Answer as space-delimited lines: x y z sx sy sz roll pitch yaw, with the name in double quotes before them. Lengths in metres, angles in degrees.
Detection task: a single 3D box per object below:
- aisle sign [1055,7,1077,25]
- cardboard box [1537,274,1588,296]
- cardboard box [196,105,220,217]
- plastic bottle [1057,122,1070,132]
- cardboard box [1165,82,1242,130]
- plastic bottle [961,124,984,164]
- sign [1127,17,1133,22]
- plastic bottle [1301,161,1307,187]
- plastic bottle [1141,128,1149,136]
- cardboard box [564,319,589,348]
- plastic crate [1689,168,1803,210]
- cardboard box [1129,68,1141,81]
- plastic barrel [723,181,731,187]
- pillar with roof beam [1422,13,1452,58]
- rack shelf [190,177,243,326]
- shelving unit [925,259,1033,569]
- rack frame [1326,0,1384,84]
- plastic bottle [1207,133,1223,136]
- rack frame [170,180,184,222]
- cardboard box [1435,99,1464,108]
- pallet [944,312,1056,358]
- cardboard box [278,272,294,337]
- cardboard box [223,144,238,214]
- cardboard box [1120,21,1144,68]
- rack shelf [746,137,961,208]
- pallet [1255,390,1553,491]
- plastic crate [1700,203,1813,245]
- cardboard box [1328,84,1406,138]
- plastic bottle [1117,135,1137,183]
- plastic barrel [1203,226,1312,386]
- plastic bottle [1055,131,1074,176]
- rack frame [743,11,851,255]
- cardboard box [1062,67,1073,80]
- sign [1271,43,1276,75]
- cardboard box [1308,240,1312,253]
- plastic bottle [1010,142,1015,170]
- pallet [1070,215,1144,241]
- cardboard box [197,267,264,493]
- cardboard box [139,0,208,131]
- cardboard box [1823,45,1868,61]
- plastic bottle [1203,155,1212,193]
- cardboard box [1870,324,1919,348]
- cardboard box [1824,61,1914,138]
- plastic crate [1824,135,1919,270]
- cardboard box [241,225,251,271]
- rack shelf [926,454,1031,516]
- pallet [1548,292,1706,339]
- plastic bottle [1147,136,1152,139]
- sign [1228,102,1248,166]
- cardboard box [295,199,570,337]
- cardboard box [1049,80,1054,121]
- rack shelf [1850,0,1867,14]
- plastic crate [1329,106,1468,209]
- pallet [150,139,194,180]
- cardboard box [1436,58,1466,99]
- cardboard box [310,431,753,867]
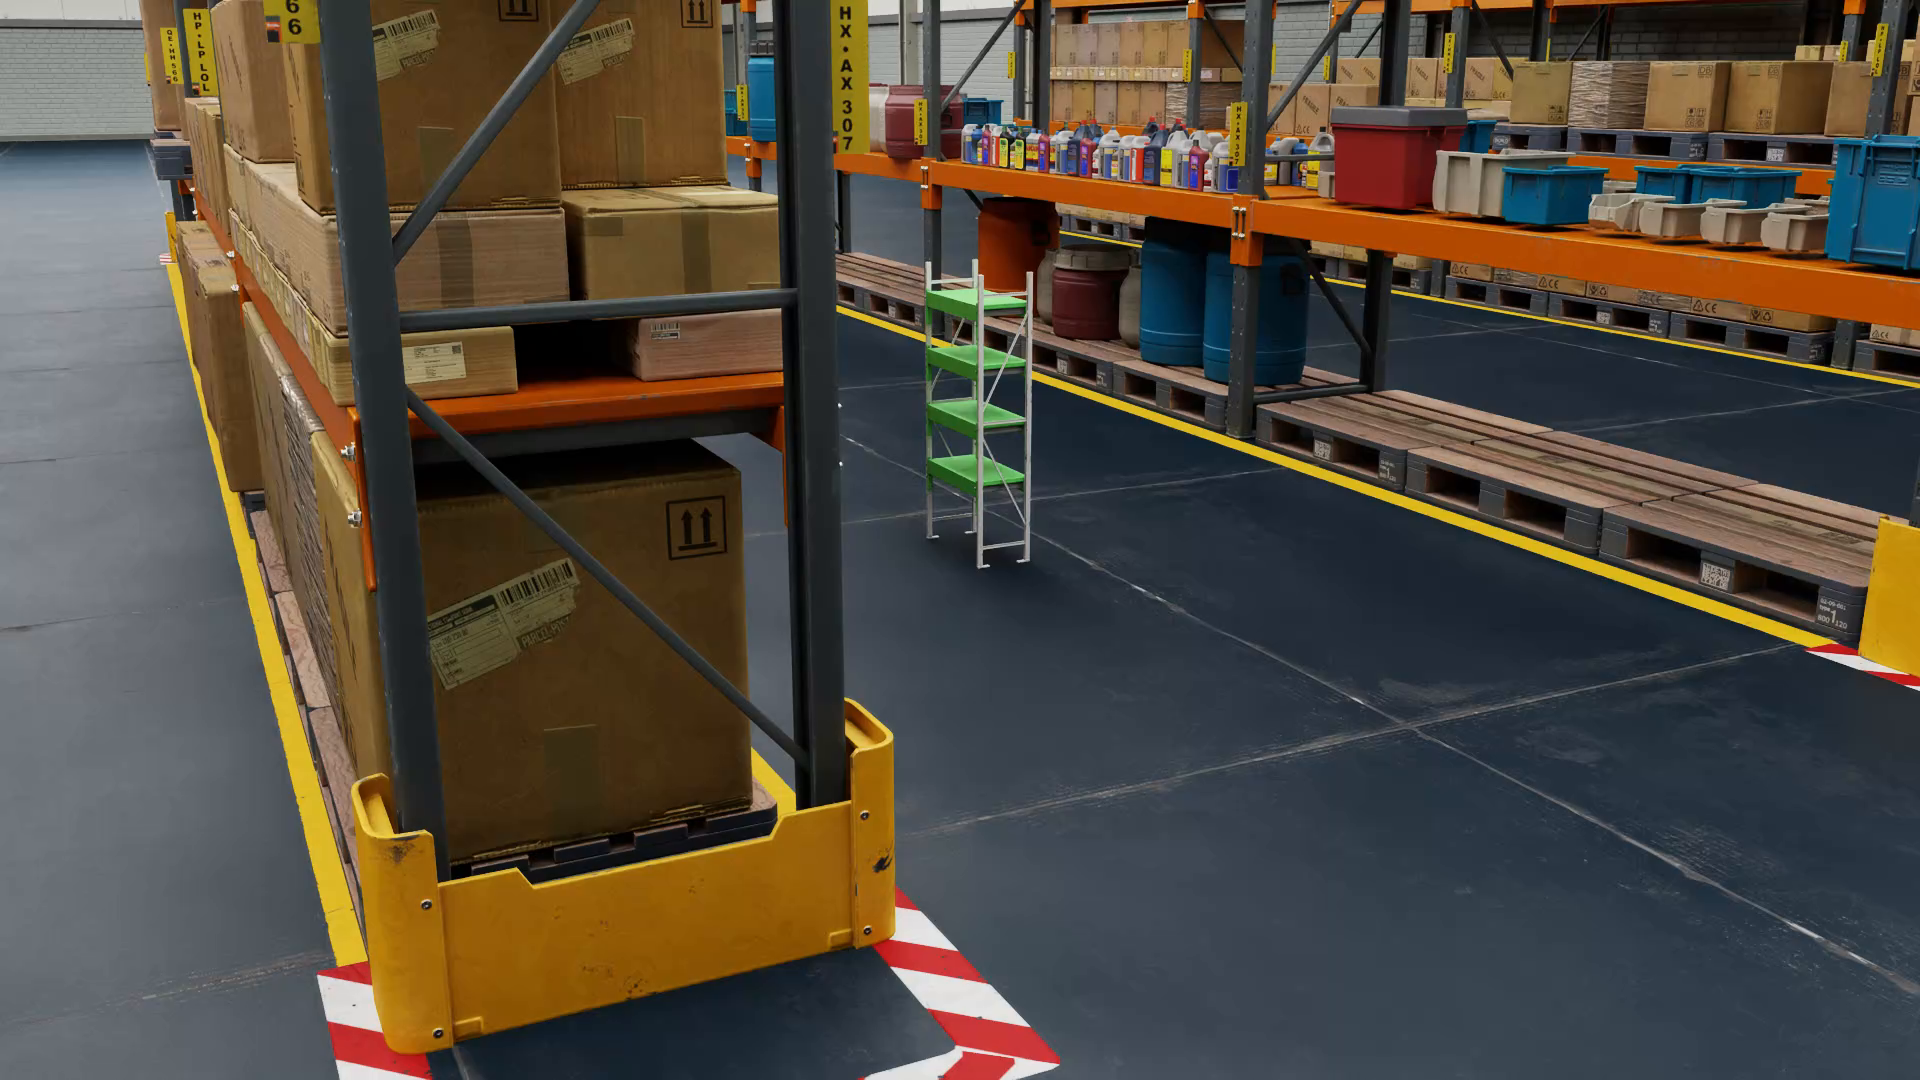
"aisle sign" 1.389 -6.939 21.281 0.394 0.787 0.004 -8 18 -25
"cardboard box" 5.050 -2.263 13.432 0.500 0.500 0.500 -8 18 -26
"cardboard box" -3.392 -1.850 8.077 0.500 0.500 0.500 -8 18 -26
"plastic bottle" 0.765 -2.952 12.311 0.061 0.283 0.133 -8 18 -25
"cardboard box" 2.706 -4.803 18.370 0.700 0.500 0.500 -8 18 -26
"plastic bottle" 0.103 -2.851 11.971 0.152 0.276 0.135 -8 18 -25
"sign" 3.098 -9.402 30.373 0.001 0.298 0.199 -8 18 -25
"plastic bottle" 2.054 -2.171 9.739 0.097 0.201 0.097 0 16 0
"plastic bottle" 1.217 -2.605 11.103 0.061 0.283 0.133 -8 18 -25
"cardboard box" -0.829 -0.609 4.389 0.380 0.149 0.250 -8 18 -26
"plastic crate" 3.320 -1.449 7.056 0.416 0.233 0.300 -8 18 -25
"cardboard box" 2.150 -5.300 18.925 0.380 0.149 0.250 -8 18 -25
"plastic barrel" -2.724 -3.768 18.692 0.421 0.512 0.421 0 16 0
"pillar with roof beam" 2.819 -8.532 20.668 9.100 9.000 0.400 -8 18 -25
"rack shelf" -3.372 -1.616 8.750 1.077 0.370 4.000 -8 18 -25
"shelving unit" 0.073 -0.536 6.942 0.258 1.200 0.503 -8 18 -25
"rack frame" 5.605 -6.238 23.549 1.000 3.000 0.127 -8 18 -25
"plastic bottle" 1.589 -2.453 10.586 0.152 0.276 0.135 -8 18 -25
"rack frame" -7.753 -4.442 17.291 1.000 3.000 0.127 -8 18 -25
"cardboard box" 6.432 -5.511 21.254 0.500 0.250 0.500 -8 18 -25
"pallet" 0.587 -1.526 12.185 1.003 0.211 1.213 -8 18 -25
"cardboard box" -1.644 -0.655 4.552 0.380 0.149 0.250 -8 18 -26
"cardboard box" -2.526 -1.389 6.386 0.500 0.250 0.500 -8 18 -26
"cardboard box" 2.265 -5.676 19.060 0.700 0.500 0.500 -8 18 -25
"rack shelf" -0.672 -3.207 14.292 1.077 0.370 4.000 -8 18 -25
"pallet" 2.313 -0.547 8.774 1.003 0.211 1.213 -8 18 -25
"plastic crate" 3.075 -1.229 6.465 0.396 0.136 0.243 -8 18 -25
"cardboard box" 3.909 -4.116 15.976 0.500 0.500 0.500 -9 18 -28
"plastic bottle" 1.053 -2.313 10.097 0.152 0.276 0.135 -8 18 -25
"plastic barrel" 1.733 -1.395 9.717 0.600 0.901 0.708 -8 18 -25
"plastic bottle" 0.711 -2.507 10.773 0.152 0.276 0.135 -8 18 -25
"rack frame" -1.548 -4.049 15.921 1.000 3.000 0.127 -8 18 -25
"cardboard box" 1.467 -5.685 20.264 0.380 0.149 0.250 -8 18 -26
"sign" 3.389 -5.233 18.091 0.100 0.325 0.005 -8 18 -25
"cardboard box" 3.534 -3.015 16.543 0.500 0.250 0.500 -7 18 -24
"plastic bottle" 0.390 -2.635 11.355 0.097 0.201 0.097 0 16 0
"pallet" 2.057 -3.811 20.148 1.003 0.211 1.213 -8 18 -25
"cardboard box" -2.794 -0.803 7.702 1.225 0.875 0.875 -8 18 -25
"cardboard box" -5.779 -3.726 12.949 1.000 1.000 1.000 -8 18 -25
"cardboard box" 8.932 -4.907 16.758 0.380 0.149 0.250 -10 19 -32
"plastic bottle" 1.418 -2.053 9.329 0.097 0.201 0.097 0 16 0
"cardboard box" 6.400 -1.451 10.947 0.500 0.311 0.500 -8 18 -25
"cardboard box" 6.404 -3.057 11.522 0.500 0.500 0.700 15 22 42
"plastic crate" 3.394 -1.179 5.749 0.616 0.435 0.499 -8 18 -25
"cardboard box" -2.318 -1.037 5.881 0.380 0.149 0.250 -8 18 -26
"rack shelf" 0.073 -0.244 7.026 0.258 0.148 0.480 -8 18 -25
"pallet" 5.482 -1.822 13.218 1.003 0.211 1.213 -8 18 -25
"plastic bottle" 1.157 -2.330 10.167 0.097 0.271 0.097 0 16 0
"sign" 1.461 -2.132 8.740 0.100 0.325 0.005 -8 18 -25
"cardboard box" -1.195 -0.633 3.753 0.500 0.250 0.500 -8 18 -26
"cardboard box" 1.347 -5.569 21.037 0.700 0.500 0.500 -8 18 -25
"rack shelf" 9.986 -4.854 14.593 1.077 0.370 4.000 -8 18 -25
"plastic crate" 2.122 -1.873 8.114 0.402 0.464 0.583 -8 18 -25
"pallet" -4.656 -2.530 10.976 1.213 0.211 1.003 -8 18 -25
"cardboard box" 6.437 -5.873 21.154 0.500 0.500 0.500 -8 18 -26
"cardboard box" -1.096 0.196 4.221 0.875 0.875 0.875 -8 18 -25
